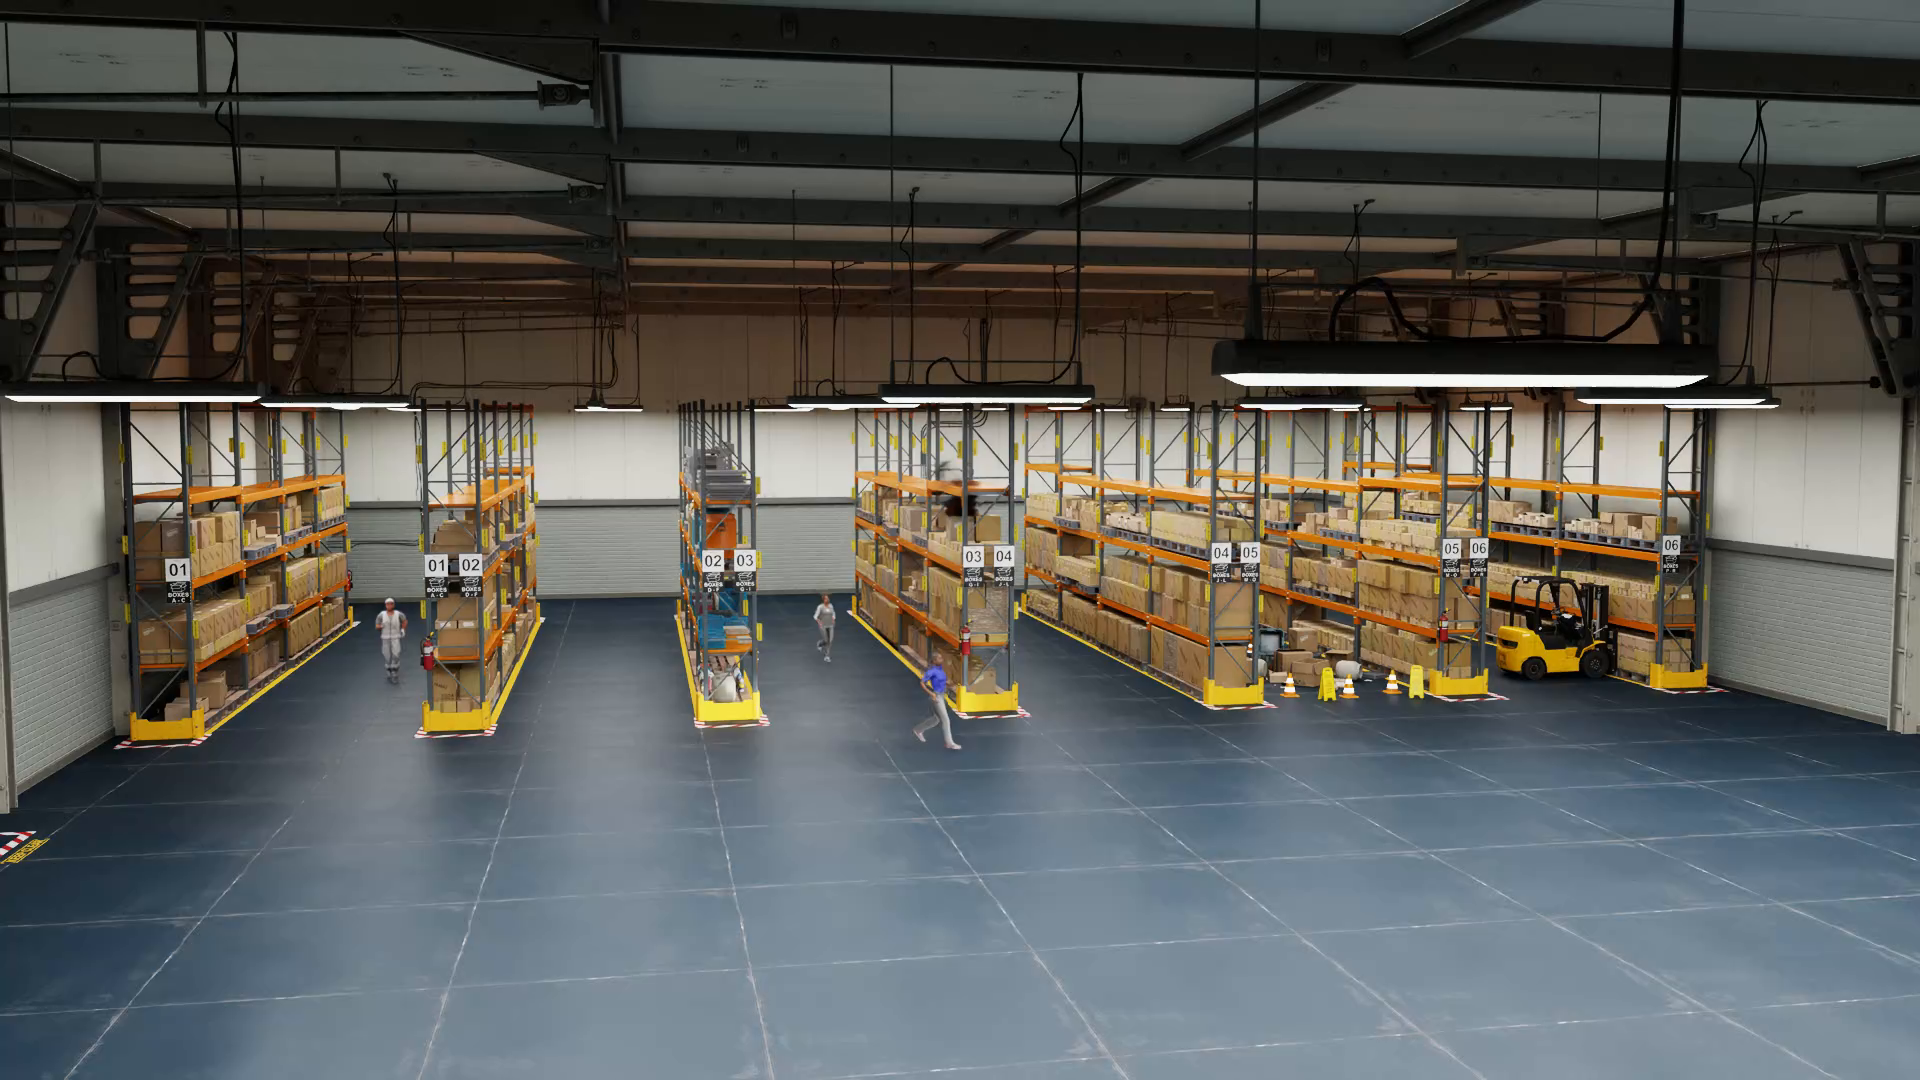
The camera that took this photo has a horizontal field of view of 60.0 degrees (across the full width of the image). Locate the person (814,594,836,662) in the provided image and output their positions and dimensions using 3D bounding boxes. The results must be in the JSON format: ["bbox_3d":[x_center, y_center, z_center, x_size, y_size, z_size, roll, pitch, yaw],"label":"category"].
[{"bbox_3d":[-3.134,2.035,38.723,0.537,1.557,0.589,-2,5,-25],"label":"person"}]

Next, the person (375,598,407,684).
[{"bbox_3d":[-12.135,2.156,35.468,0.631,1.838,0.720,-1,4,-15],"label":"person"}]

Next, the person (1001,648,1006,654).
[{"bbox_3d":[0.887,1.845,40.046,0.606,1.728,0.830,-1,4,-15],"label":"person"}]

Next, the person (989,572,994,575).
[{"bbox_3d":[0.796,1.273,47.454,0.738,1.762,0.938,0,4,-6],"label":"person"}]

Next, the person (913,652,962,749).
[{"bbox_3d":[-0.406,2.738,28.482,0.924,1.633,0.583,1,5,18],"label":"person"}]
